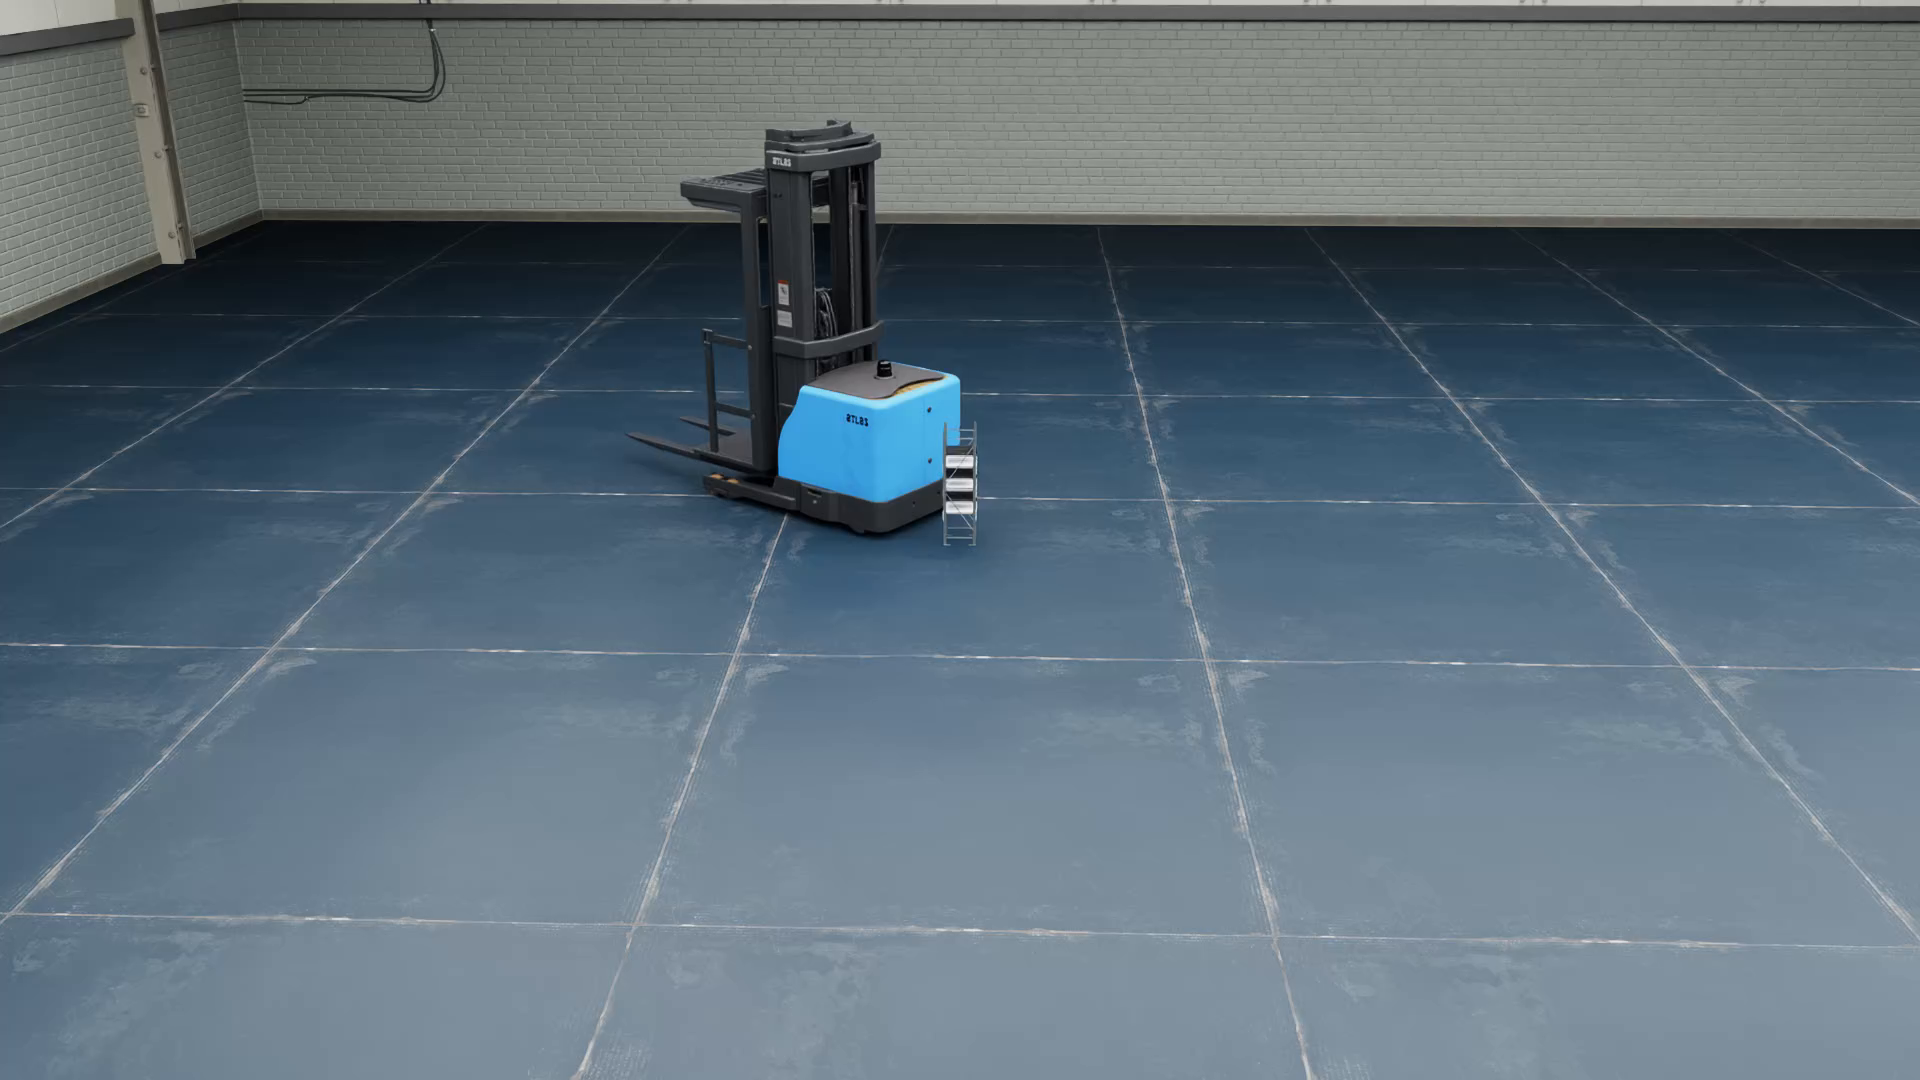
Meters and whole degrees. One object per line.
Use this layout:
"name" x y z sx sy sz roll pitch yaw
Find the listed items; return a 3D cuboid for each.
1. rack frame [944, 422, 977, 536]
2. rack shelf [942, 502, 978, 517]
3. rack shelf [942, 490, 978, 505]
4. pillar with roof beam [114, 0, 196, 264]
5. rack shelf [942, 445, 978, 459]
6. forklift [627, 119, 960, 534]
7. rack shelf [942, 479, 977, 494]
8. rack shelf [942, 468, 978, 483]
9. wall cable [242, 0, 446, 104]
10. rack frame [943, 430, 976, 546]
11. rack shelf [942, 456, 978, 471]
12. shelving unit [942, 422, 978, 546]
"rack frame" 0.003 -0.453 12.453 0.240 0.900 0.006 1 21 2
"rack shelf" 0.000 -0.218 12.436 0.258 0.077 0.200 1 21 2
"rack shelf" 0.000 -0.302 12.403 0.258 0.077 0.200 1 21 2
"pillar with roof beam" -6.084 -7.858 20.340 9.100 9.000 0.400 1 21 2
"rack shelf" 0.000 -0.637 12.273 0.258 0.077 0.200 1 21 2
"forklift" -1.459 -1.824 13.179 3.031 2.935 1.130 16 26 35
"rack shelf" 0.000 -0.386 12.371 0.258 0.077 0.200 1 21 2
"rack shelf" 0.000 -0.469 12.338 0.258 0.077 0.200 1 21 2
"wall cable" -8.975 -7.508 23.732 3.097 2.526 0.112 1 21 2
"rack frame" -0.003 -0.380 12.264 0.240 0.900 0.006 1 21 2
"rack shelf" 0.000 -0.553 12.306 0.258 0.077 0.200 1 21 2
"shelving unit" 0.000 -0.417 12.359 0.258 0.900 0.210 1 21 2
